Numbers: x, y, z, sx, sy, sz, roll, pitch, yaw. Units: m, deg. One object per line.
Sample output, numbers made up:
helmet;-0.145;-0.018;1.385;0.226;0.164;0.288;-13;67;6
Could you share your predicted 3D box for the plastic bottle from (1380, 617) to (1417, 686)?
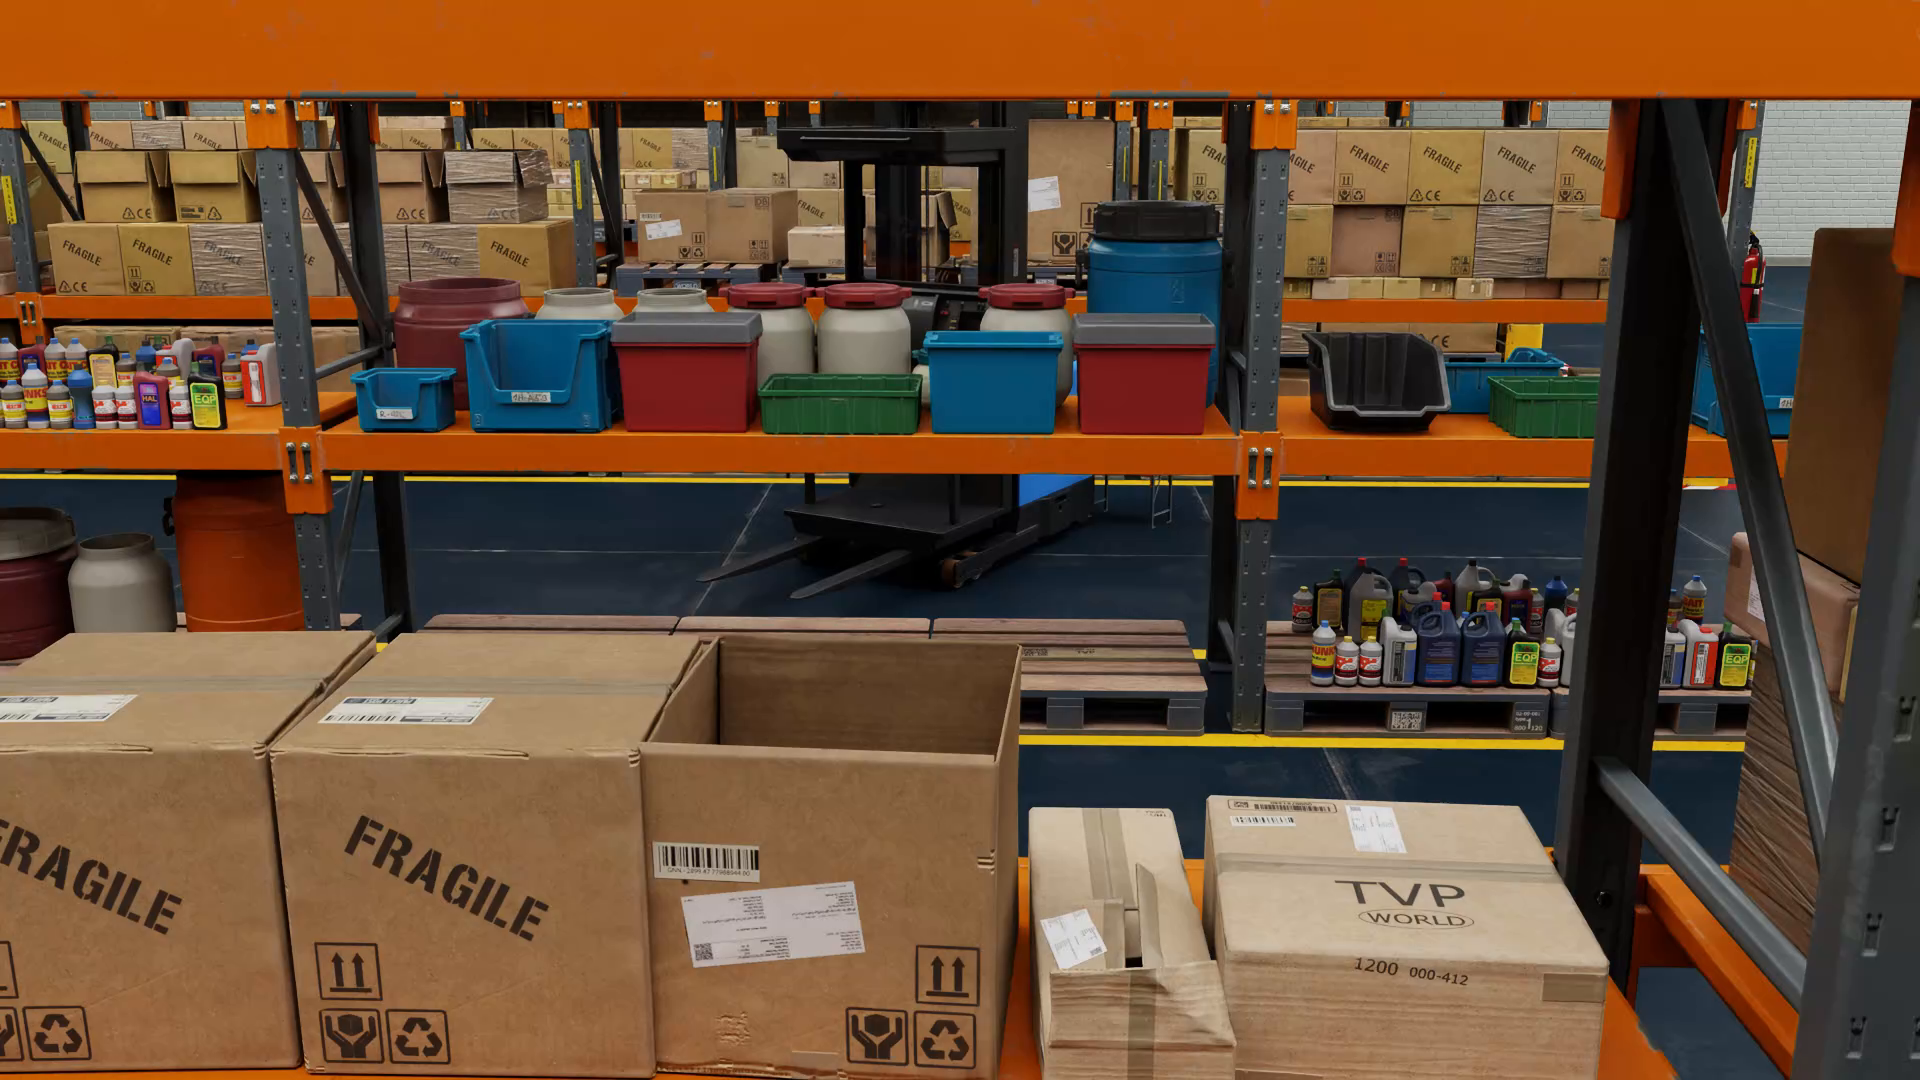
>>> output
plastic bottle;1.882;0.472;7.149;0.135;0.276;0.152;1;15;3

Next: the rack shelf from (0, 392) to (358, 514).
rack shelf;-4.747;-0.433;7.511;4.000;0.370;1.077;0;15;1

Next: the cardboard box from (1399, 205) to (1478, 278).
cardboard box;3.326;-2.175;11.923;0.500;0.500;0.875;0;15;1

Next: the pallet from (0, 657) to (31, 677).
pallet;-4.753;0.577;7.738;1.213;0.211;1.003;0;15;1

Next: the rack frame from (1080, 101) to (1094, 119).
rack frame;1.631;-4.532;21.638;0.127;3.000;1.000;0;15;1

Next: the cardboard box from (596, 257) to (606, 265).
cardboard box;-4.842;-3.772;22.100;0.875;0.875;0.875;1;15;3

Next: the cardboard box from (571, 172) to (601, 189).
cardboard box;-3.675;-3.555;16.439;0.250;0.149;0.380;1;15;3

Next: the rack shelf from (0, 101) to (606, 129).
rack shelf;-4.621;-3.146;11.916;4.000;0.370;1.077;0;15;1

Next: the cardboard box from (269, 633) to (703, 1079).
cardboard box;-0.674;0.457;2.531;0.500;0.500;0.500;0;15;2

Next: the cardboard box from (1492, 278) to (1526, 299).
cardboard box;3.836;-1.810;11.814;0.250;0.149;0.380;0;15;1

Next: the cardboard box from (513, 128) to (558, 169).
cardboard box;-5.425;-5.043;21.420;0.500;0.500;0.500;0;15;1

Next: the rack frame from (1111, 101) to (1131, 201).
rack frame;1.605;-3.269;16.850;0.127;3.000;1.000;0;15;1

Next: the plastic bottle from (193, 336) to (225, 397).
plastic bottle;-3.499;-0.810;7.760;0.133;0.283;0.061;0;15;1

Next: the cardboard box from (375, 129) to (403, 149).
cardboard box;-7.353;-5.054;21.460;0.500;0.500;0.500;0;15;1

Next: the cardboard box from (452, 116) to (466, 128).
cardboard box;-6.676;-5.498;21.871;0.250;0.149;0.380;0;15;1

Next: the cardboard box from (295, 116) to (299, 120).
cardboard box;-8.469;-5.362;21.355;0.250;0.149;0.380;0;15;0

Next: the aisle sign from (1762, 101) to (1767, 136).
aisle sign;5.430;-3.159;11.337;0.004;0.787;0.394;0;15;1

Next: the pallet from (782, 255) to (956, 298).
pallet;-0.641;-1.936;12.172;1.213;0.211;1.003;0;15;1

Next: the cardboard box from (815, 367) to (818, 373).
cardboard box;-0.829;-1.033;12.414;0.500;0.500;0.700;2;15;6

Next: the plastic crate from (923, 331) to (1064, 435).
plastic crate;0.140;-0.662;7.000;0.575;0.384;0.392;0;15;1

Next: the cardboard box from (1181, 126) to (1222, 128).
cardboard box;2.526;-3.879;16.750;0.550;0.550;0.875;0;15;1

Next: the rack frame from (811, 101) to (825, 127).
rack frame;-2.245;-5.824;26.534;0.127;3.000;1.000;0;15;1

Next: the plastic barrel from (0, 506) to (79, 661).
plastic barrel;-4.366;0.189;7.647;0.708;0.588;0.600;0;15;1

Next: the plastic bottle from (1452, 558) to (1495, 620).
plastic bottle;2.417;0.261;7.803;0.185;0.351;0.144;0;15;1

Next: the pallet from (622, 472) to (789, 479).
pallet;-1.840;-0.677;12.492;1.213;0.211;1.003;0;15;1

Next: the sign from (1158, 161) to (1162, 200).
sign;1.367;-2.423;11.374;0.005;0.325;0.100;0;15;1

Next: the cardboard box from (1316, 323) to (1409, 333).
cardboard box;4.045;-2.411;16.942;0.875;0.875;0.875;0;15;1

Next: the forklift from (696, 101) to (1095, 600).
forklift;-0.319;-1.281;9.449;1.130;2.935;3.031;9;17;30

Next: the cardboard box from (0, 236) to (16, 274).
cardboard box;-7.068;-2.064;11.994;0.500;0.250;0.500;0;15;0

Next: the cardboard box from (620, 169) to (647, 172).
cardboard box;-3.364;-3.720;17.065;0.250;0.149;0.380;0;15;1

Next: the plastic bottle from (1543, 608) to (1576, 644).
plastic bottle;2.640;0.440;7.270;0.135;0.276;0.152;0;15;1

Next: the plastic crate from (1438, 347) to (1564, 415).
plastic crate;2.364;-0.732;7.525;0.616;0.251;0.499;0;15;1

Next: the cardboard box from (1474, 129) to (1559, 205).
cardboard box;3.820;-2.601;11.578;0.500;0.500;0.500;0;15;1

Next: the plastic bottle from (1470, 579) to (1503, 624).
plastic bottle;2.440;0.319;7.712;0.133;0.283;0.061;0;15;1

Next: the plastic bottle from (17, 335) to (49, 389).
plastic bottle;-4.326;-0.816;7.780;0.133;0.283;0.061;0;15;1

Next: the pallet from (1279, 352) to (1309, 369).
pallet;3.586;-1.888;17.084;1.213;0.211;1.003;0;15;1

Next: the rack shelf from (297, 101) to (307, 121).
rack shelf;-8.392;-4.437;16.806;4.000;0.370;1.077;0;15;1

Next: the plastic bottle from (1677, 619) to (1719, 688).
plastic bottle;3.151;0.480;7.118;0.135;0.276;0.152;0;15;2

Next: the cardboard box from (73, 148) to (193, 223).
cardboard box;-5.981;-2.588;12.108;0.637;0.503;0.797;0;15;0

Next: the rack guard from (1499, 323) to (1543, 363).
rack guard;5.628;-2.034;17.070;0.348;0.500;1.175;0;15;1

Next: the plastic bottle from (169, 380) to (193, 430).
plastic bottle;-3.278;-0.571;7.013;0.097;0.201;0.097;0;15;0

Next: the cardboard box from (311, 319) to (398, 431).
cardboard box;-4.202;-1.224;12.441;0.875;0.875;1.225;0;15;2

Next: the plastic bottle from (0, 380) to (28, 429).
plastic bottle;-3.995;-0.576;7.031;0.097;0.201;0.097;0;15;0

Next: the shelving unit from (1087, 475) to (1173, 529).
shelving unit;1.098;-0.713;10.690;0.503;1.200;0.258;11;18;36

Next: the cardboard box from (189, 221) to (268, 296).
cardboard box;-5.164;-2.032;11.966;0.500;0.500;0.500;0;15;0

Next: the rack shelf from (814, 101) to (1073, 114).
rack shelf;-0.246;-6.913;26.194;4.000;0.370;1.077;0;15;1

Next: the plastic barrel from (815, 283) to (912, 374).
plastic barrel;-0.433;-0.874;7.507;0.433;0.535;0.433;0;15;0

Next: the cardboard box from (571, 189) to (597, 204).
cardboard box;-3.679;-3.412;16.477;0.250;0.149;0.380;0;15;2

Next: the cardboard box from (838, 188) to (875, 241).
cardboard box;-0.939;-3.266;16.642;0.500;0.500;0.500;0;15;1

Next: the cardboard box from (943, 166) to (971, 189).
cardboard box;0.089;-3.809;16.740;0.500;0.500;0.700;0;15;2

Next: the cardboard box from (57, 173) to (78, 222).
cardboard box;-8.924;-3.463;16.805;0.500;0.500;0.500;1;15;2
